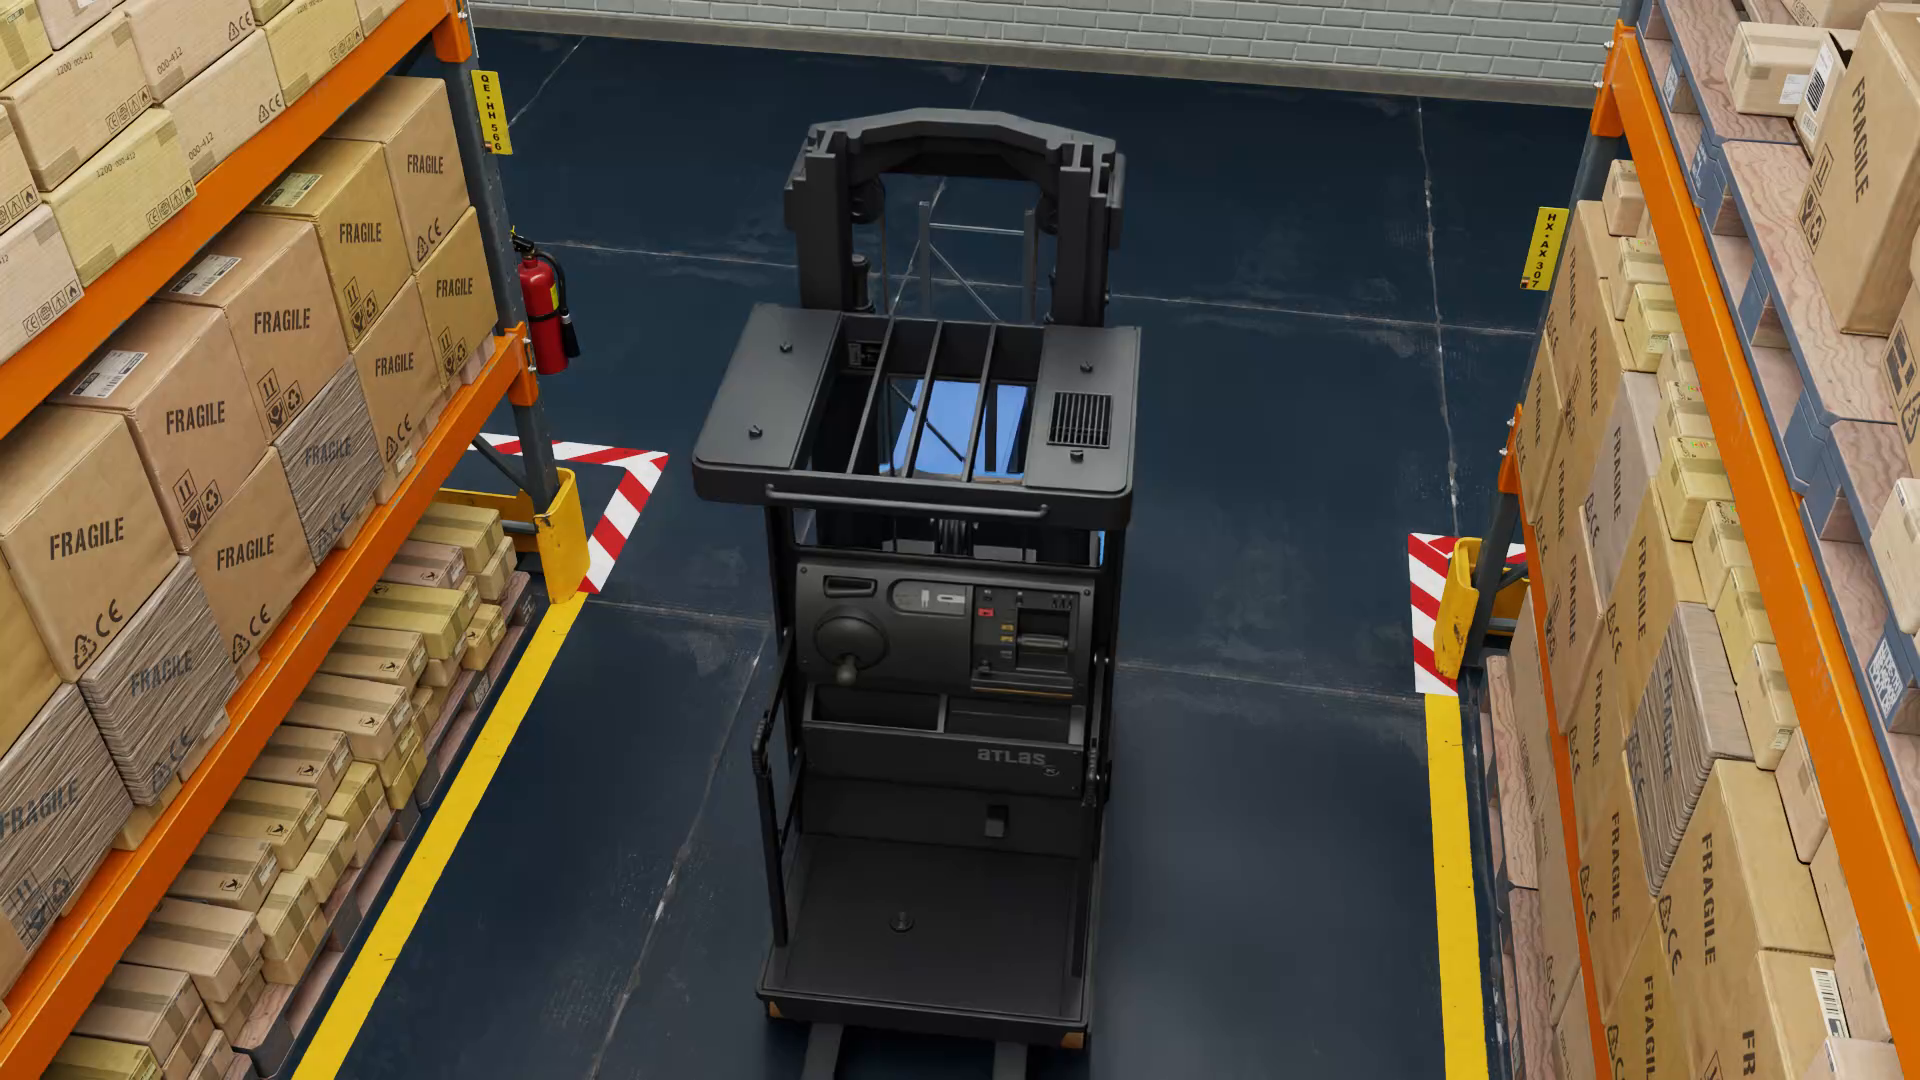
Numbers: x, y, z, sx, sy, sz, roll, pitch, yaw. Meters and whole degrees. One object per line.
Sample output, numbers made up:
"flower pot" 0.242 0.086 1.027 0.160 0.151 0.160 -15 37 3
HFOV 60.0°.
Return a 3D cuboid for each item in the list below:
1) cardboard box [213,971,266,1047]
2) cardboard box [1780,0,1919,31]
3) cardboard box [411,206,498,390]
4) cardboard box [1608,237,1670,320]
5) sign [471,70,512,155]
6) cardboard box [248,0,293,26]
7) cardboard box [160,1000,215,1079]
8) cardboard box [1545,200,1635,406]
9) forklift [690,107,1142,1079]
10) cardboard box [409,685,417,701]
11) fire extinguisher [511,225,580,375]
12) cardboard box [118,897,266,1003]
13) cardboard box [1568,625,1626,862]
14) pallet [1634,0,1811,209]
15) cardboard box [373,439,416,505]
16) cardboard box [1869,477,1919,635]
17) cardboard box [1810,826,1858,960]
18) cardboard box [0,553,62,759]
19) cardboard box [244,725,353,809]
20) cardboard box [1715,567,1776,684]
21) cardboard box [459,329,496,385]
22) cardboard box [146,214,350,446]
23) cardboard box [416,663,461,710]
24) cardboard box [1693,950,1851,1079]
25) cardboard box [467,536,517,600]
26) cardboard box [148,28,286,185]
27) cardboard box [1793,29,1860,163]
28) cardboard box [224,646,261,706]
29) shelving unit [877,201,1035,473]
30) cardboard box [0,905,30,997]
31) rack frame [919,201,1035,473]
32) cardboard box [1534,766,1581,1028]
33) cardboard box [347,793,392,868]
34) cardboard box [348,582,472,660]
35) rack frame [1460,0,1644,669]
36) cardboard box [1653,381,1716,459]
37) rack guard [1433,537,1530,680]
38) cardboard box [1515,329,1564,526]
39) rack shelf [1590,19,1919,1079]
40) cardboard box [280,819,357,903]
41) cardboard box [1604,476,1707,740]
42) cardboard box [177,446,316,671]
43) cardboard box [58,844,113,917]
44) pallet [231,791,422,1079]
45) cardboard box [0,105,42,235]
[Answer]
"cardboard box" -2.542 1.504 5.485 0.380 0.149 0.250 5 40 6
"cardboard box" 2.630 -1.608 4.696 0.500 0.250 0.500 3 40 4
"cardboard box" -2.098 -0.927 6.205 0.500 0.500 0.500 7 40 9
"cardboard box" 2.152 -0.761 4.944 0.380 0.149 0.250 8 40 9
"sign" -1.731 -1.578 6.148 0.100 0.325 0.005 6 40 8
"cardboard box" -2.190 -1.737 4.868 0.500 0.250 0.500 5 40 6
"cardboard box" -2.576 1.562 5.182 0.380 0.149 0.250 4 40 5
"cardboard box" 2.256 -0.756 5.447 0.500 0.500 0.500 6 40 7
"forklift" -0.075 0.359 5.016 1.130 2.935 3.031 4 40 5
"cardboard box" -2.320 0.584 6.363 0.380 0.149 0.250 6 40 7
"fire extinguisher" -1.776 -1.018 6.980 0.296 0.674 0.183 6 40 8
"cardboard box" -2.454 1.293 5.273 0.380 0.149 0.250 7 40 9
"cardboard box" 2.017 0.583 4.612 0.500 0.500 0.500 8 40 9
"pallet" 2.501 -1.257 4.632 1.003 0.211 1.213 6 40 8
"cardboard box" -2.181 -0.278 5.929 0.380 0.149 0.250 7 40 9
"cardboard box" 1.768 0.047 2.774 0.380 0.149 0.250 7 40 9
"cardboard box" 1.872 0.697 3.180 0.380 0.149 0.250 6 40 8
"cardboard box" -2.573 0.304 3.931 0.500 0.500 0.500 5 40 6
"cardboard box" -2.389 0.795 5.875 0.380 0.149 0.250 5 40 6
"cardboard box" 1.950 0.211 3.768 0.380 0.149 0.250 6 40 7
"cardboard box" -2.052 -0.752 6.502 0.380 0.149 0.250 6 40 8
"cardboard box" -2.277 -0.663 5.101 0.500 0.500 0.500 8 40 10
"cardboard box" -2.235 0.535 6.657 0.380 0.149 0.250 6 40 7
"cardboard box" 1.737 1.158 3.132 0.500 0.500 0.500 6 40 7
"cardboard box" -2.084 0.101 6.948 0.380 0.149 0.250 5 40 6
"cardboard box" -2.272 -1.237 4.656 0.500 0.250 0.500 8 40 10
"cardboard box" 2.311 -0.990 3.901 0.500 0.311 0.500 7 40 8
"cardboard box" -2.414 0.376 5.138 0.380 0.149 0.250 8 40 9
"shelving unit" -0.015 -0.524 7.207 0.538 1.500 1.048 6 40 8
"cardboard box" -2.632 0.990 3.887 0.500 0.500 0.500 6 40 7
"rack frame" 0.073 -0.844 7.593 0.500 1.500 0.032 6 40 8
"cardboard box" 2.453 1.224 5.596 0.875 0.438 0.875 7 40 9
"cardboard box" -2.314 1.028 6.061 0.380 0.149 0.250 7 40 9
"cardboard box" -2.135 0.312 6.460 0.380 0.149 0.250 6 40 7
"rack frame" 2.619 -0.602 6.124 1.000 3.000 0.127 6 40 8
"cardboard box" 2.046 -0.271 4.351 0.380 0.149 0.250 7 40 8
"rack guard" 2.623 0.347 6.938 1.175 0.500 0.348 6 40 8
"cardboard box" 2.253 -0.371 5.766 0.500 0.500 0.500 6 40 7
"rack shelf" 2.273 -0.225 3.879 1.077 0.370 4.000 6 40 8
"cardboard box" -2.332 1.088 5.754 0.380 0.149 0.250 7 40 8
"cardboard box" 2.006 0.206 4.283 0.500 0.500 0.500 7 40 8
"cardboard box" -2.367 0.027 5.052 0.500 0.500 0.500 8 40 10
"cardboard box" -2.576 0.868 4.543 0.380 0.149 0.250 5 40 6
"pallet" -2.676 1.308 6.003 1.003 0.211 1.213 6 40 8
"cardboard box" -2.455 -0.767 3.695 0.500 0.250 0.500 7 40 8
